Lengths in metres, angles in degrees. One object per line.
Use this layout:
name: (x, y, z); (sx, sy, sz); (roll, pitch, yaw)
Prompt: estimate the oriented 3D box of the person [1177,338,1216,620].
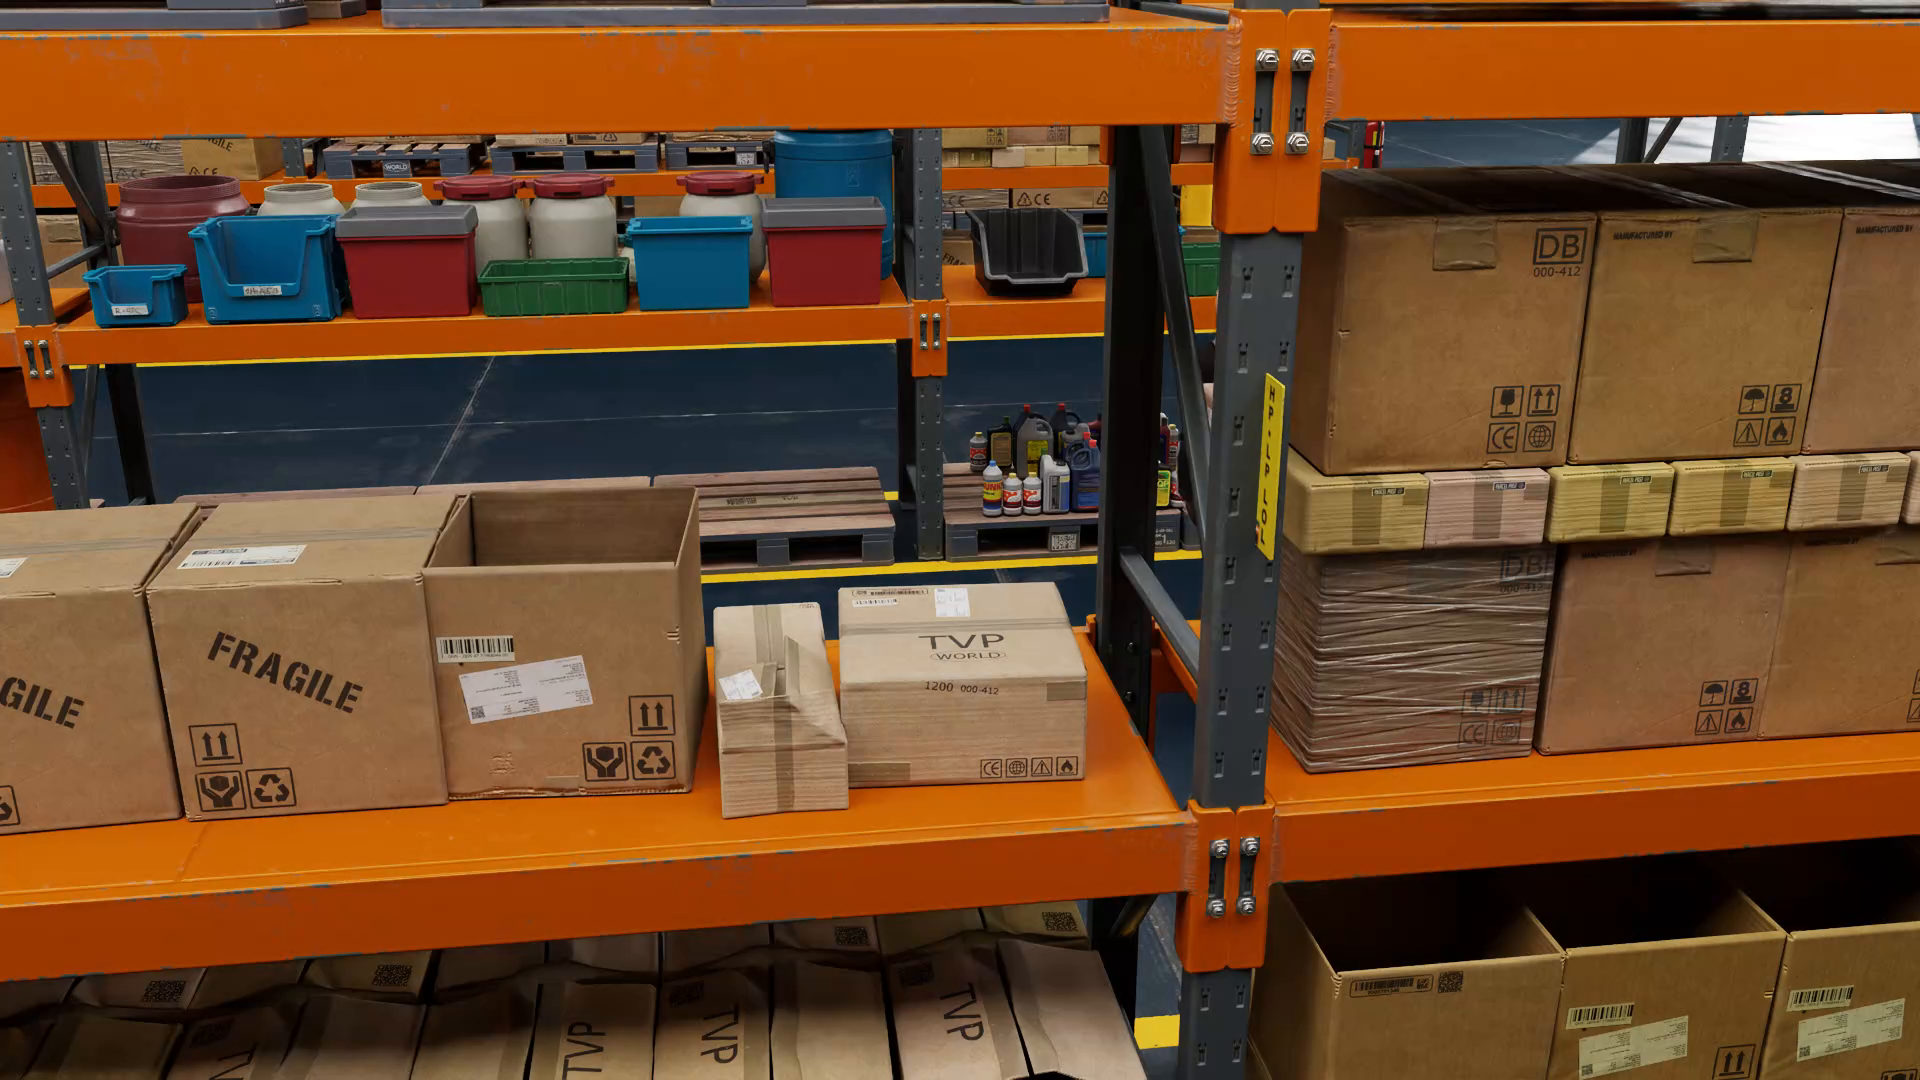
person: (1.089, -0.156, 6.532); (0.470, 1.728, 0.546); (-3, 20, -9)
